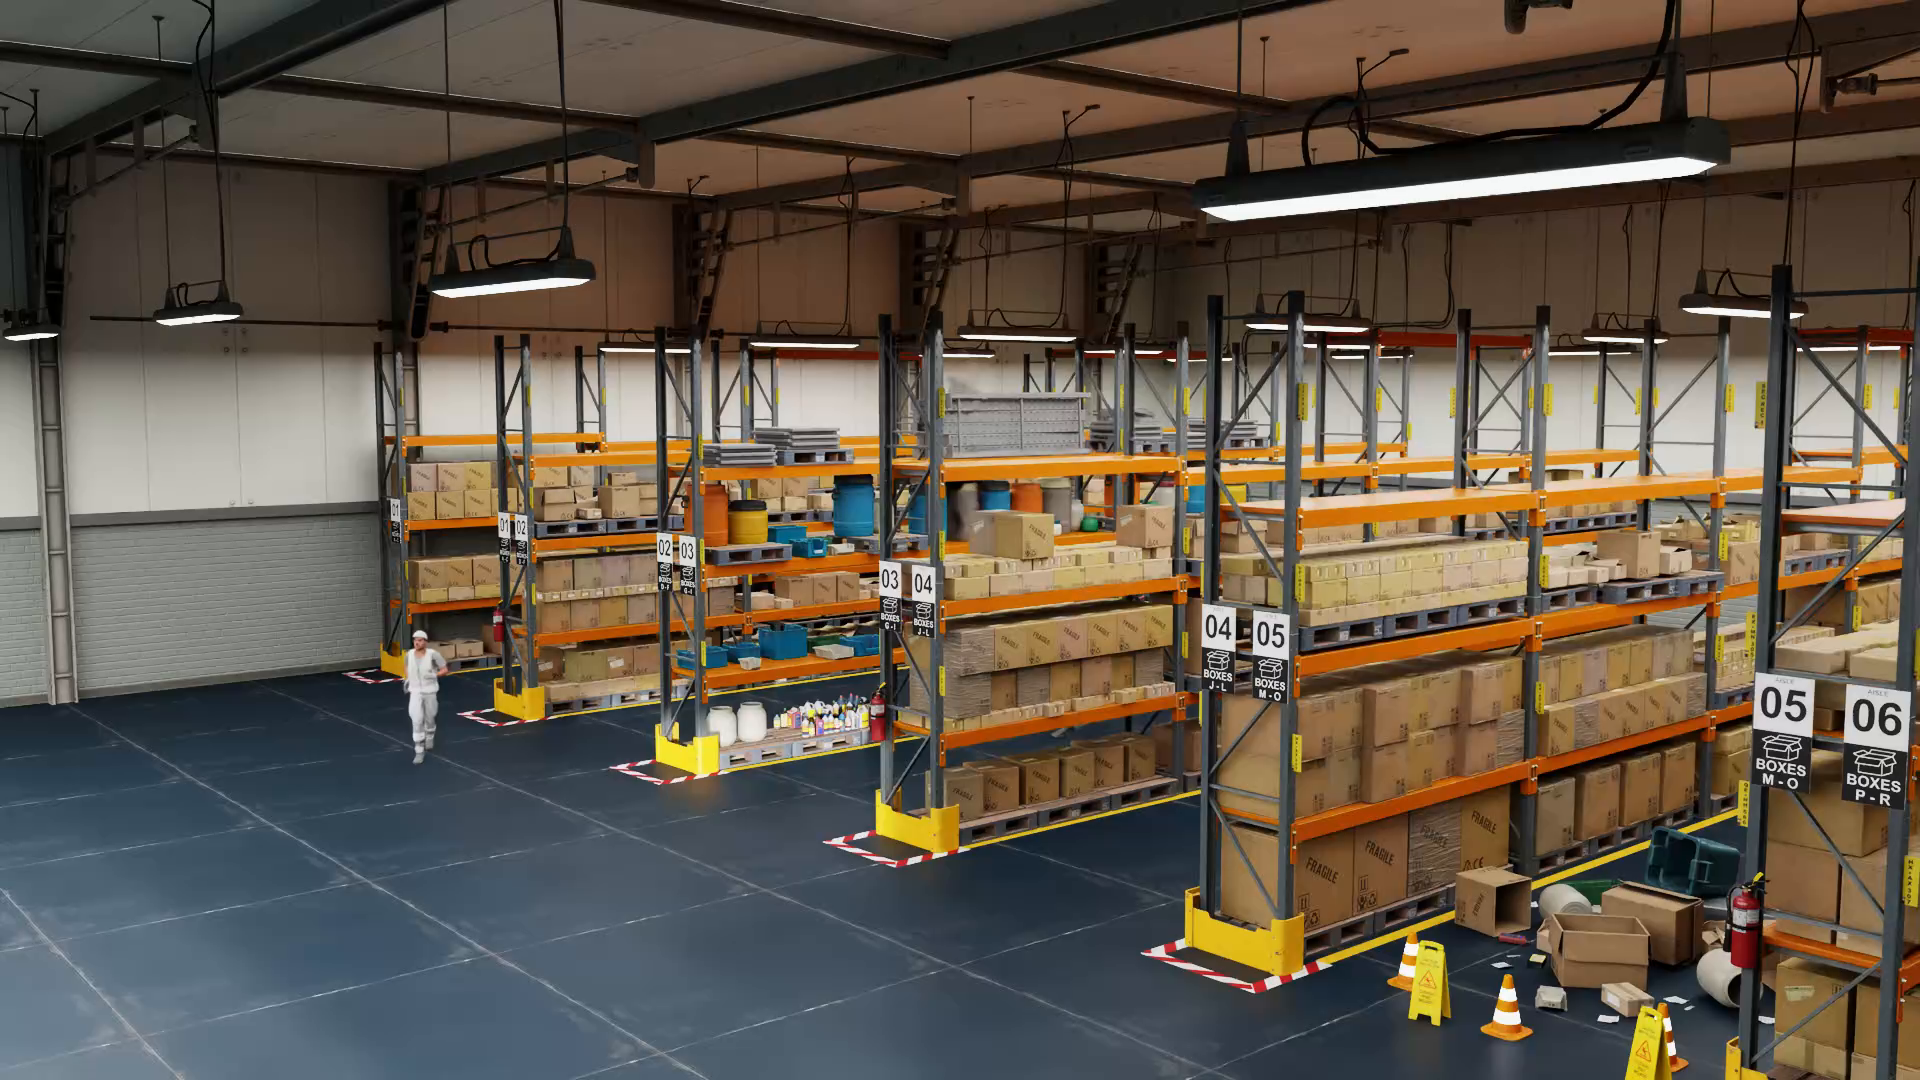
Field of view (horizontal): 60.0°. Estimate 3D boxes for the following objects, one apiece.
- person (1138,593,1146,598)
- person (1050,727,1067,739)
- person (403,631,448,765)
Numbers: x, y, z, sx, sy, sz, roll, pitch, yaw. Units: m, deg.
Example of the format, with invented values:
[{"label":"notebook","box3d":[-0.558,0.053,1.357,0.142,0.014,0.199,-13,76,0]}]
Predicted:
[{"label":"person","box3d":[3.766,1.348,32.730,0.710,1.698,1.025,4,7,38]},{"label":"person","box3d":[1.545,1.914,23.319,0.618,1.680,0.808,4,7,38]},{"label":"person","box3d":[-7.468,2.161,23.203,0.638,1.796,0.924,-1,5,-7]}]
